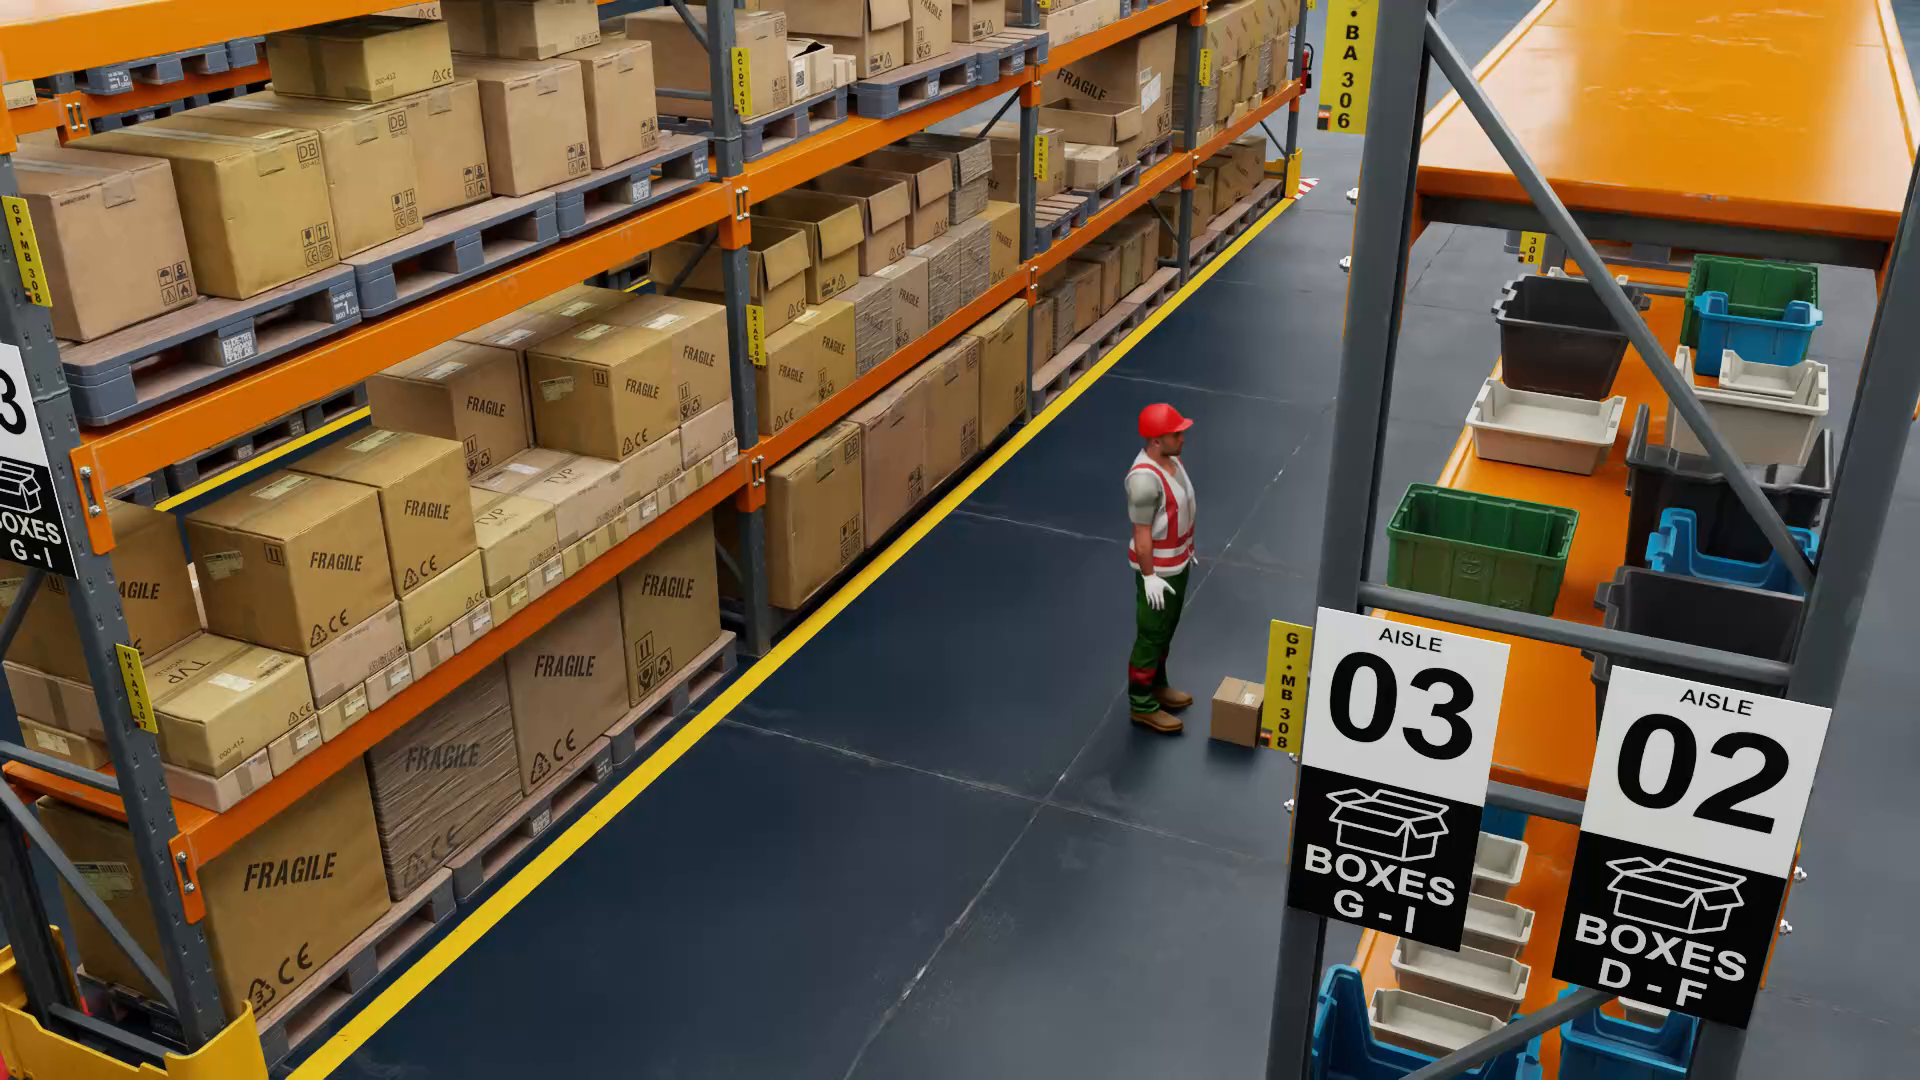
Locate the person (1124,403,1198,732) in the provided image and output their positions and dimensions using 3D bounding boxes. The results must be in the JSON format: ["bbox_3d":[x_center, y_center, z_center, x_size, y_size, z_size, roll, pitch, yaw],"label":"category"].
[{"bbox_3d":[1.082,0.129,8.771,0.397,1.796,0.539,11,28,22],"label":"person"}]
